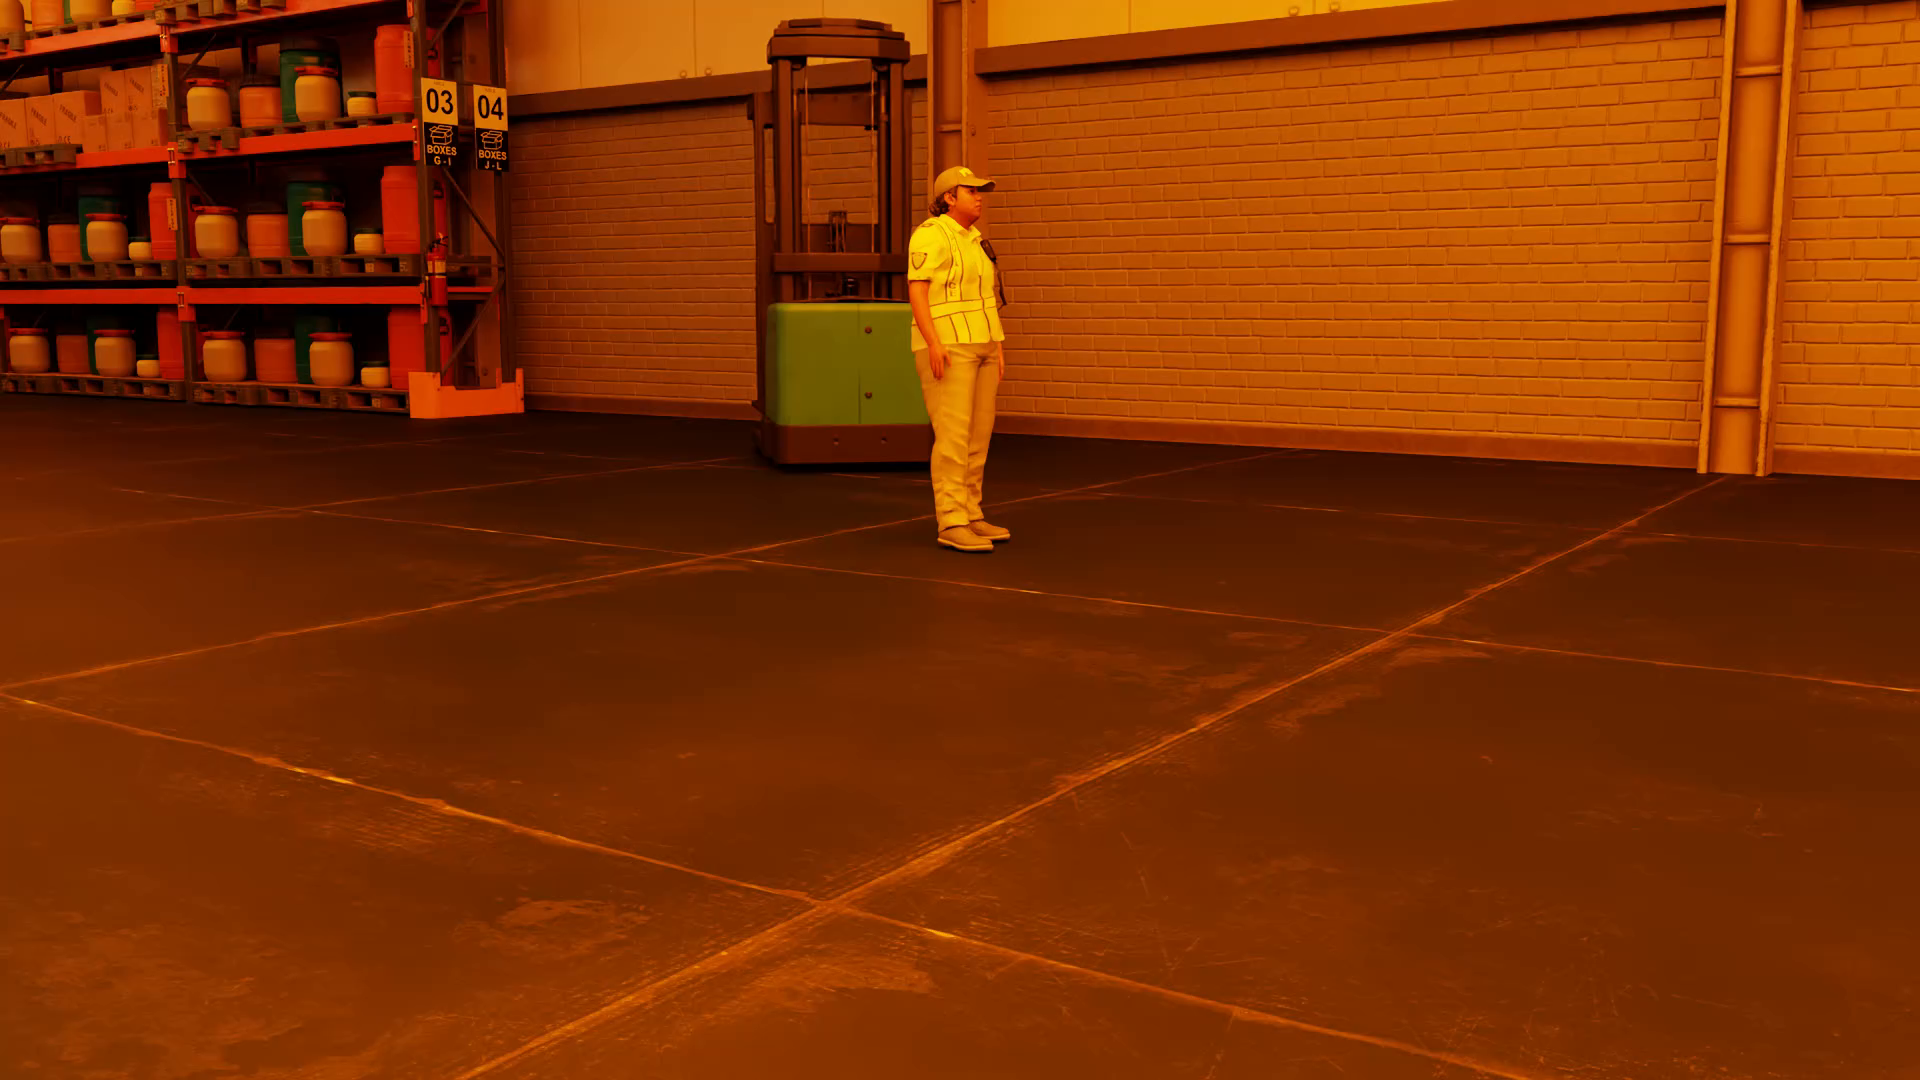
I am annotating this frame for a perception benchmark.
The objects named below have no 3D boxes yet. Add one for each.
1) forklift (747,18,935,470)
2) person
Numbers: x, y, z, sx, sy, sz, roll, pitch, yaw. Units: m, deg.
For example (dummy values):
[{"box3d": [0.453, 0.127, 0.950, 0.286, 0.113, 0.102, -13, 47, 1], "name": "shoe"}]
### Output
[{"box3d": [-0.922, -2.079, 11.814, 1.130, 2.935, 3.031, -2, 8, -11], "name": "forklift"}, {"box3d": [0.051, -0.823, 7.424, 0.529, 1.670, 0.598, 5, 10, 34], "name": "person"}]
